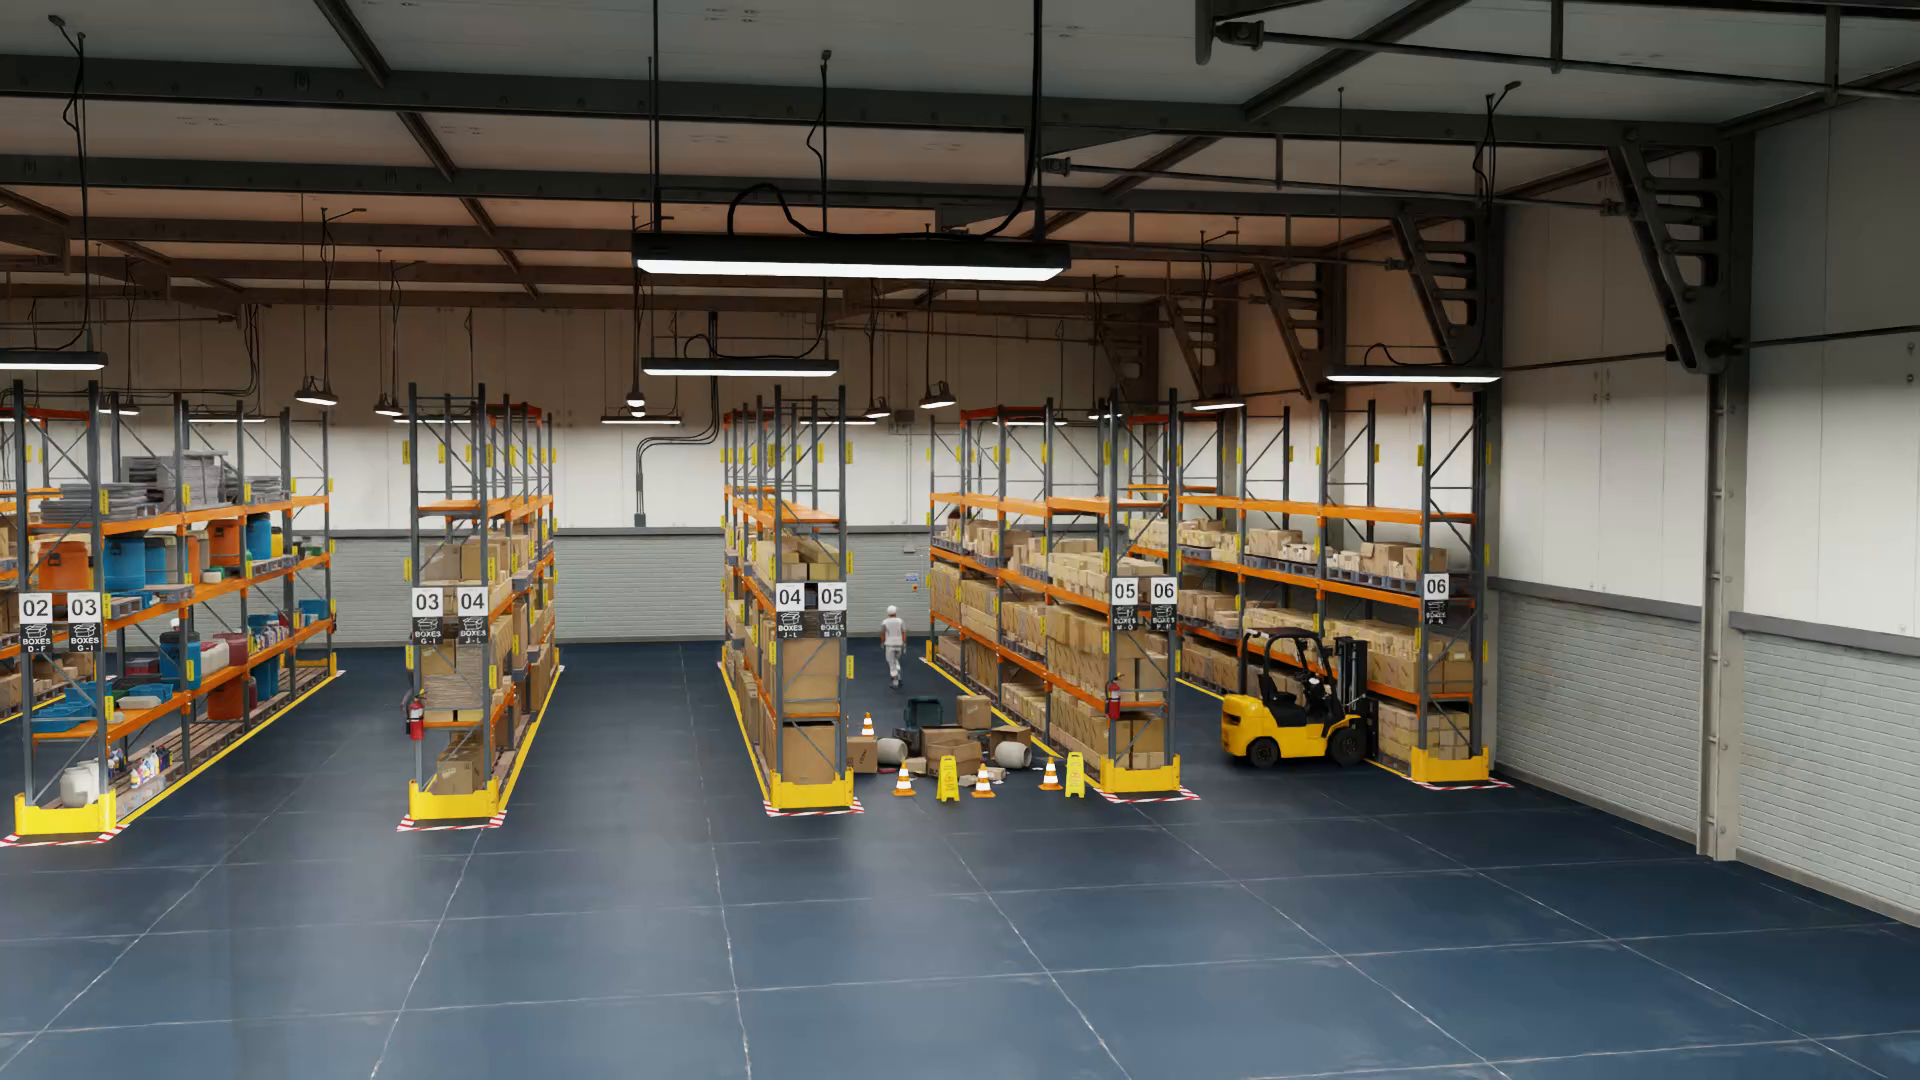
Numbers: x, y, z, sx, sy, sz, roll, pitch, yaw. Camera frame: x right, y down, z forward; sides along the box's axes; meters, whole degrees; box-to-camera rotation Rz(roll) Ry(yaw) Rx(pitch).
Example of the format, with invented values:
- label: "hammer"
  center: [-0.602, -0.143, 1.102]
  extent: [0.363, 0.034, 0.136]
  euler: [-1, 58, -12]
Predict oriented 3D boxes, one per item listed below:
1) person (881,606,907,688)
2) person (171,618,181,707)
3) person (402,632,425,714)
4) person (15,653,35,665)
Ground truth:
- label: "person"
  center: [-1.474, 2.297, 35.717]
  extent: [0.528, 1.809, 0.586]
  euler: [-2, 3, -30]
- label: "person"
  center: [-15.563, 2.429, 33.024]
  extent: [0.521, 1.767, 0.523]
  euler: [1, 3, 23]
- label: "person"
  center: [-10.500, 2.544, 31.970]
  extent: [0.442, 1.649, 0.500]
  euler: [1, 3, 25]
- label: "person"
  center: [-21.812, 2.207, 38.720]
  extent: [0.373, 1.769, 0.601]
  euler: [2, 4, 35]
